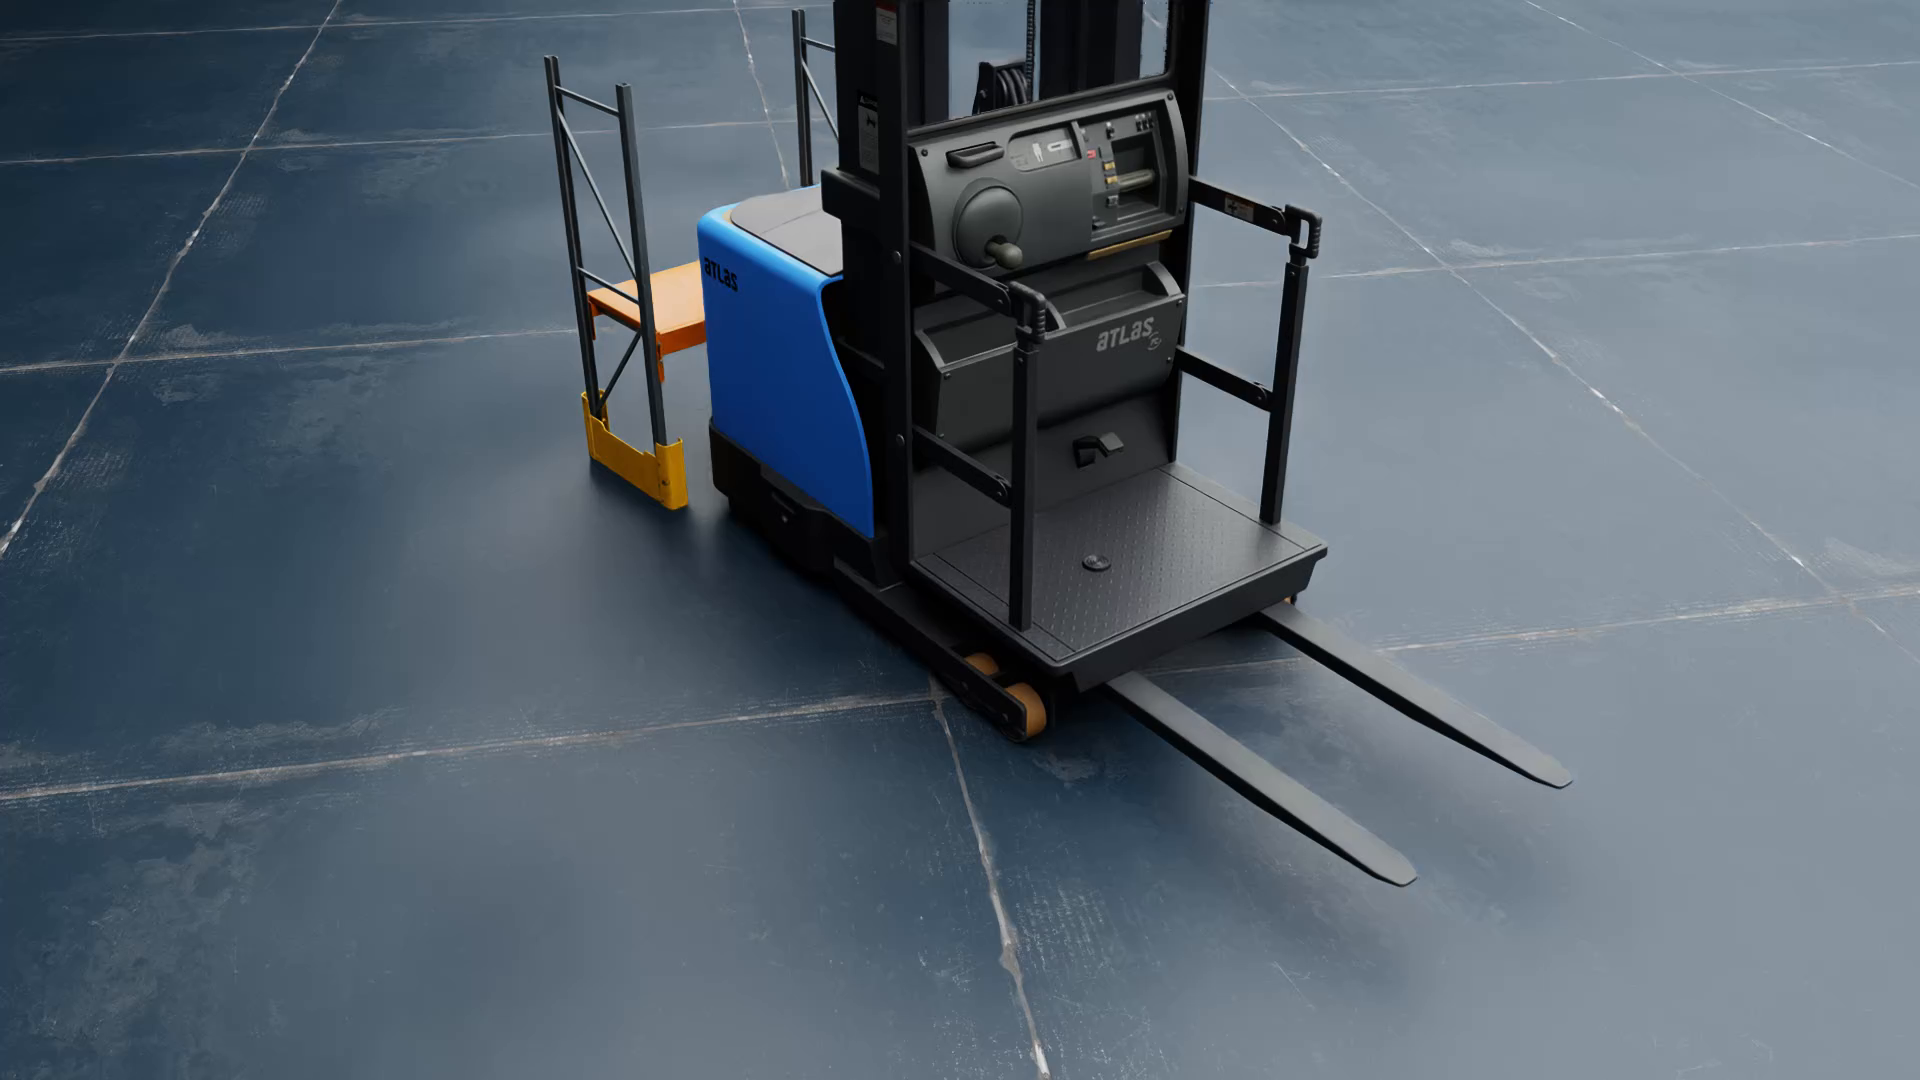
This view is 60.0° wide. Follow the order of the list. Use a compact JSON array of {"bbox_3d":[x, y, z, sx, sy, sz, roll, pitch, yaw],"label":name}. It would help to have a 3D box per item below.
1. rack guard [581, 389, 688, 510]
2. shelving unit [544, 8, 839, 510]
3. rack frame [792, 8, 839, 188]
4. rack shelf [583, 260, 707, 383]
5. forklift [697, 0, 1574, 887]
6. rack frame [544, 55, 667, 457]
[{"bbox_3d":[-1.191,-0.337,6.075,0.087,0.250,0.587,-24,38,-35],"label":"rack guard"},{"bbox_3d":[-0.817,-1.043,6.042,1.083,1.500,0.587,-24,38,-35],"label":"shelving unit"},{"bbox_3d":[-0.441,-1.209,6.325,0.032,1.500,0.500,-24,38,-35],"label":"rack frame"},{"bbox_3d":[-0.824,-0.885,6.128,1.000,0.185,0.538,-24,38,-35],"label":"rack shelf"},{"bbox_3d":[0.402,-0.970,4.507,1.130,2.935,3.031,-21,36,-31],"label":"forklift"},{"bbox_3d":[-1.207,-0.870,5.749,0.032,1.500,0.500,-24,38,-35],"label":"rack frame"}]
